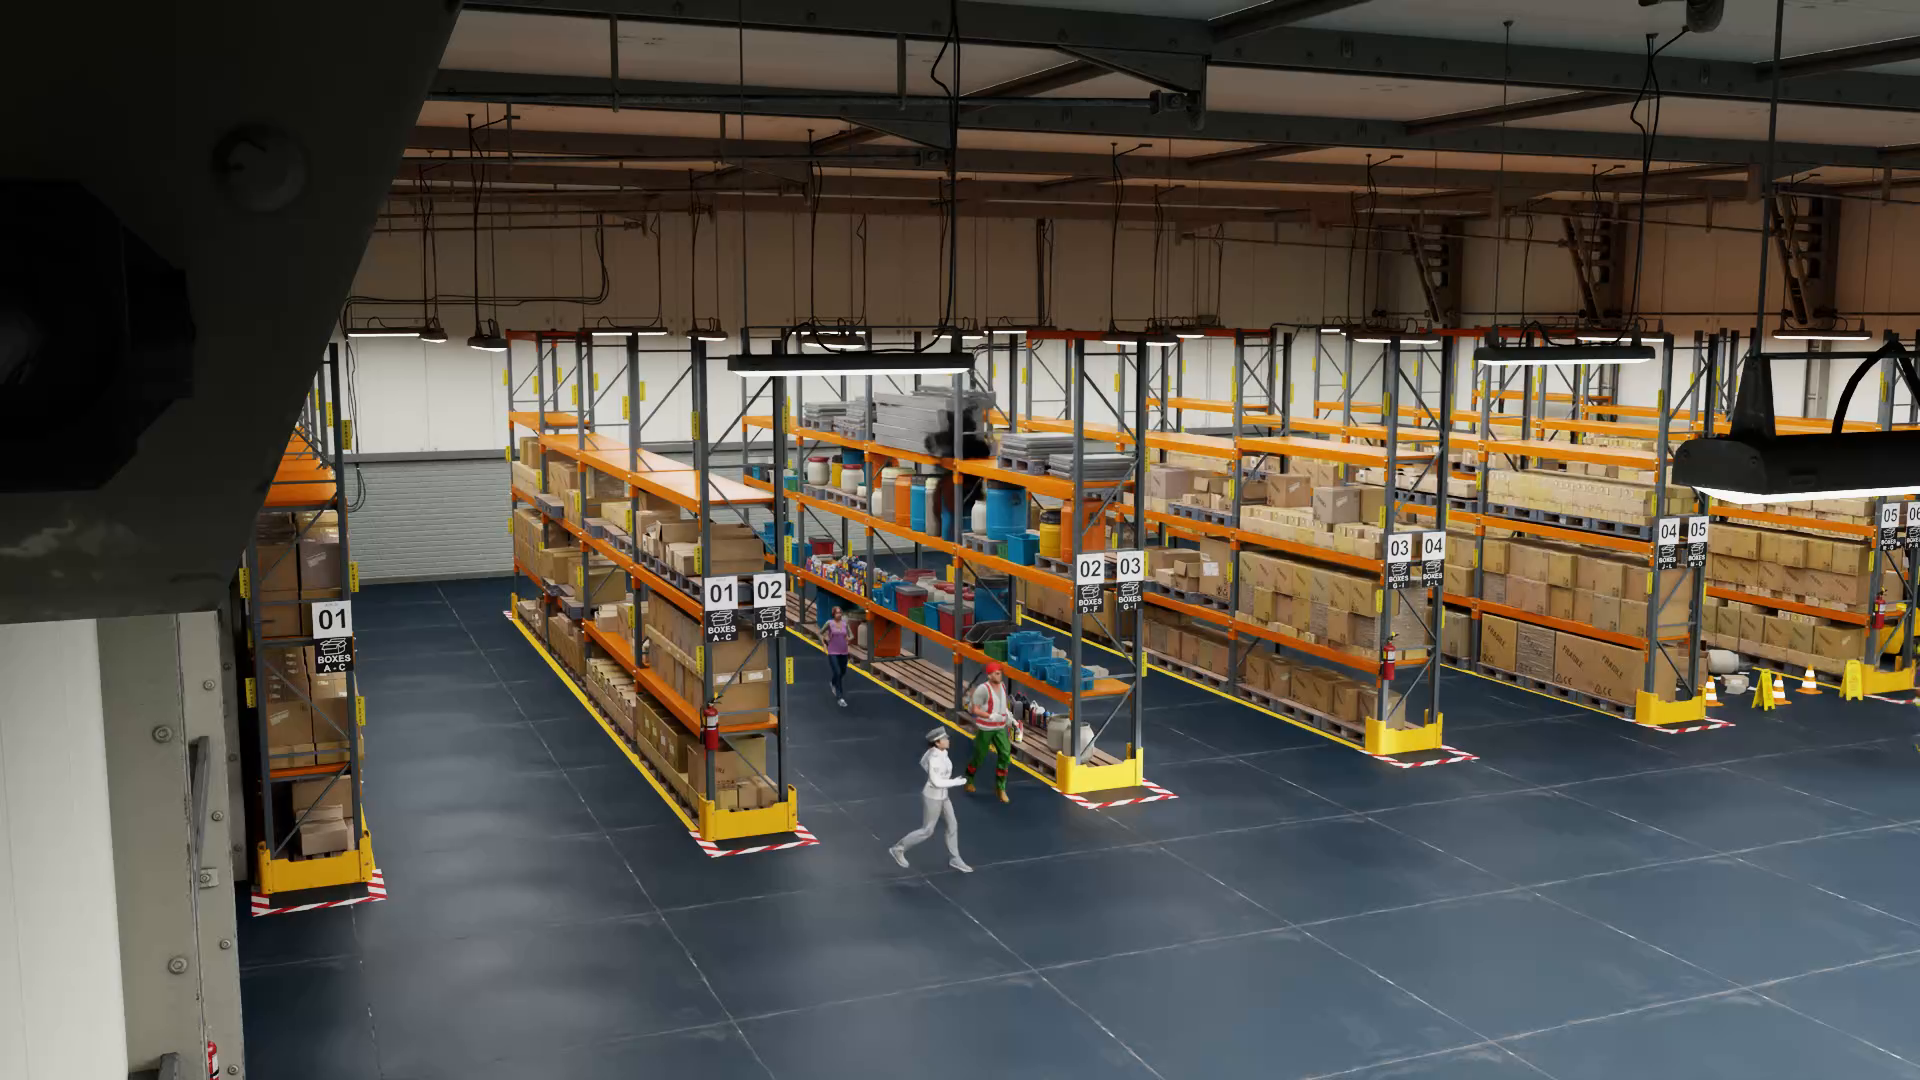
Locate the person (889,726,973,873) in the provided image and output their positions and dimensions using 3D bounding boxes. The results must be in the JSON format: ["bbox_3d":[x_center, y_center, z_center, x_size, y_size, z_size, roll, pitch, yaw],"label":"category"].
[{"bbox_3d":[-0.323,2.939,18.869,0.936,1.718,0.623,1,8,6],"label":"person"}]

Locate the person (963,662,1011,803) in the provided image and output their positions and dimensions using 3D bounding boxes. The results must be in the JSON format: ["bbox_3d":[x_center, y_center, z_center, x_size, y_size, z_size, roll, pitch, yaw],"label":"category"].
[{"bbox_3d":[0.416,2.498,21.790,0.696,1.853,0.754,-6,10,-38],"label":"person"}]

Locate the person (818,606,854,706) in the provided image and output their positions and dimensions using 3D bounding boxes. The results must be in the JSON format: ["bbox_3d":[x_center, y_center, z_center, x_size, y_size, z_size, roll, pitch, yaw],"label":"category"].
[{"bbox_3d":[-1.999,1.851,27.061,0.538,1.582,0.893,-4,9,-25],"label":"person"}]
